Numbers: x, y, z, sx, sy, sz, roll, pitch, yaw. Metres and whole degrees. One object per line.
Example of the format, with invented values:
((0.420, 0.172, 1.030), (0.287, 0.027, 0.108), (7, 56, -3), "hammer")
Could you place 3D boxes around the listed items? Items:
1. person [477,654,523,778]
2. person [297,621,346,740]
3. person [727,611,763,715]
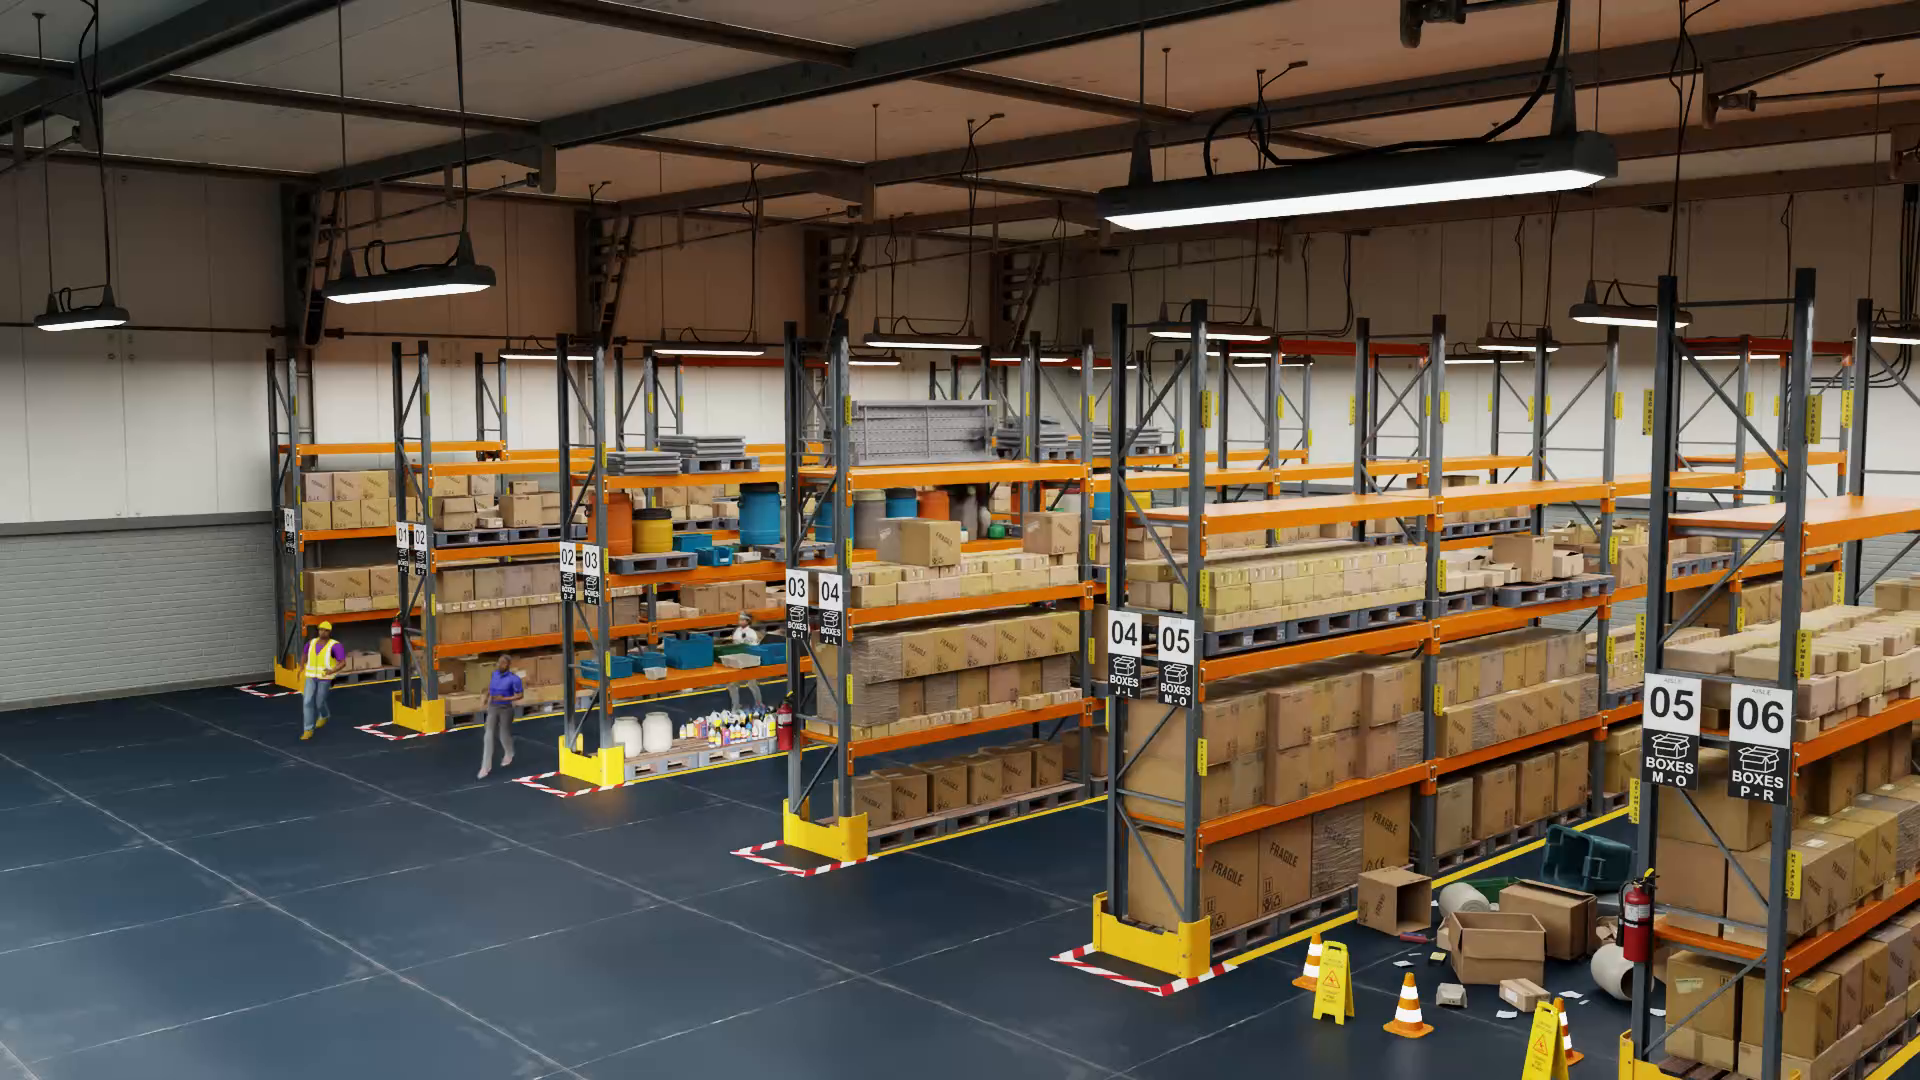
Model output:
((-6.236, 2.394, 22.835), (0.594, 1.686, 0.847), (1, 5, 12), "person")
((-9.734, 2.114, 25.307), (0.750, 1.748, 0.822), (0, 5, 0), "person")
((-3.483, 2.003, 26.837), (0.576, 1.749, 0.732), (3, 6, 34), "person")
